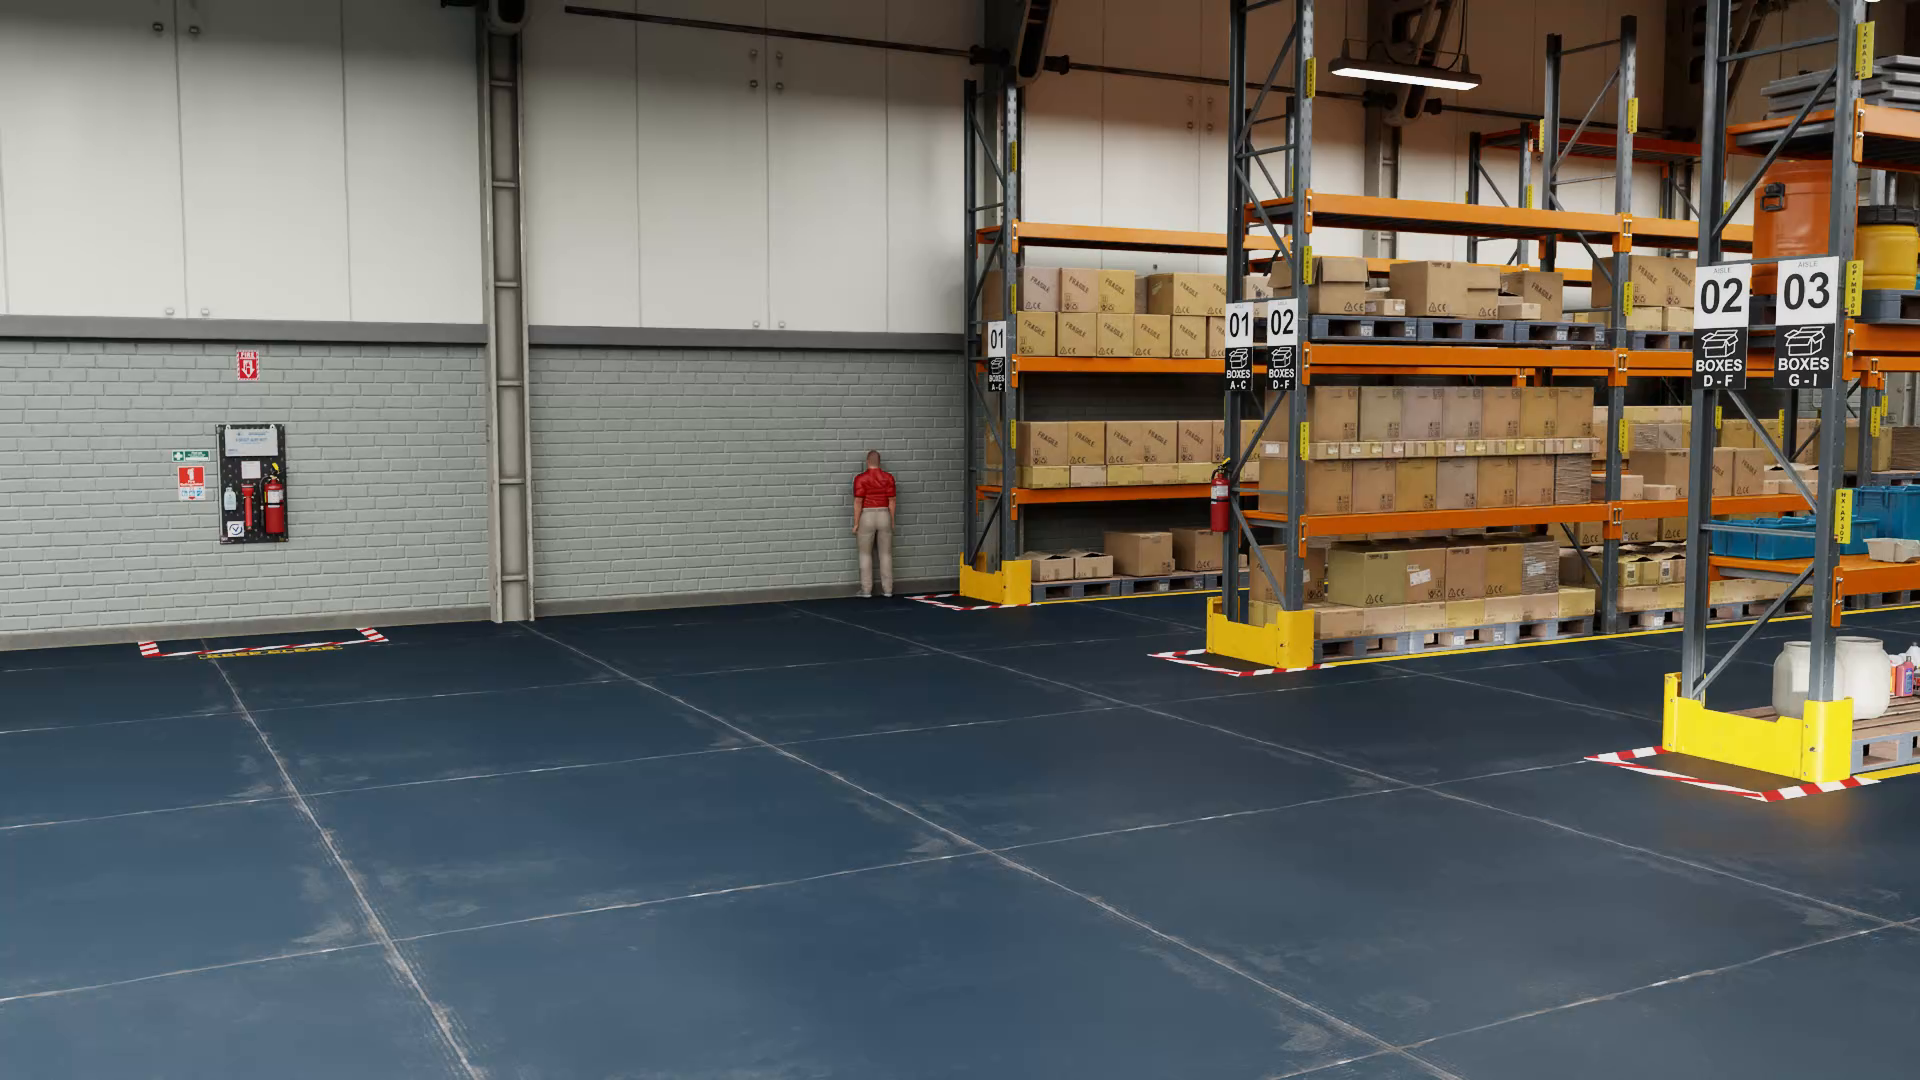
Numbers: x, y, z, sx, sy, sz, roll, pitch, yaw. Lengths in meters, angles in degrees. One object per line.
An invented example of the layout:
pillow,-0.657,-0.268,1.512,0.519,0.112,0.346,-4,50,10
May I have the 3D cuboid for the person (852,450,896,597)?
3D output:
person,-1.017,-0.189,19.527,0.523,1.728,0.381,-2,5,-20
